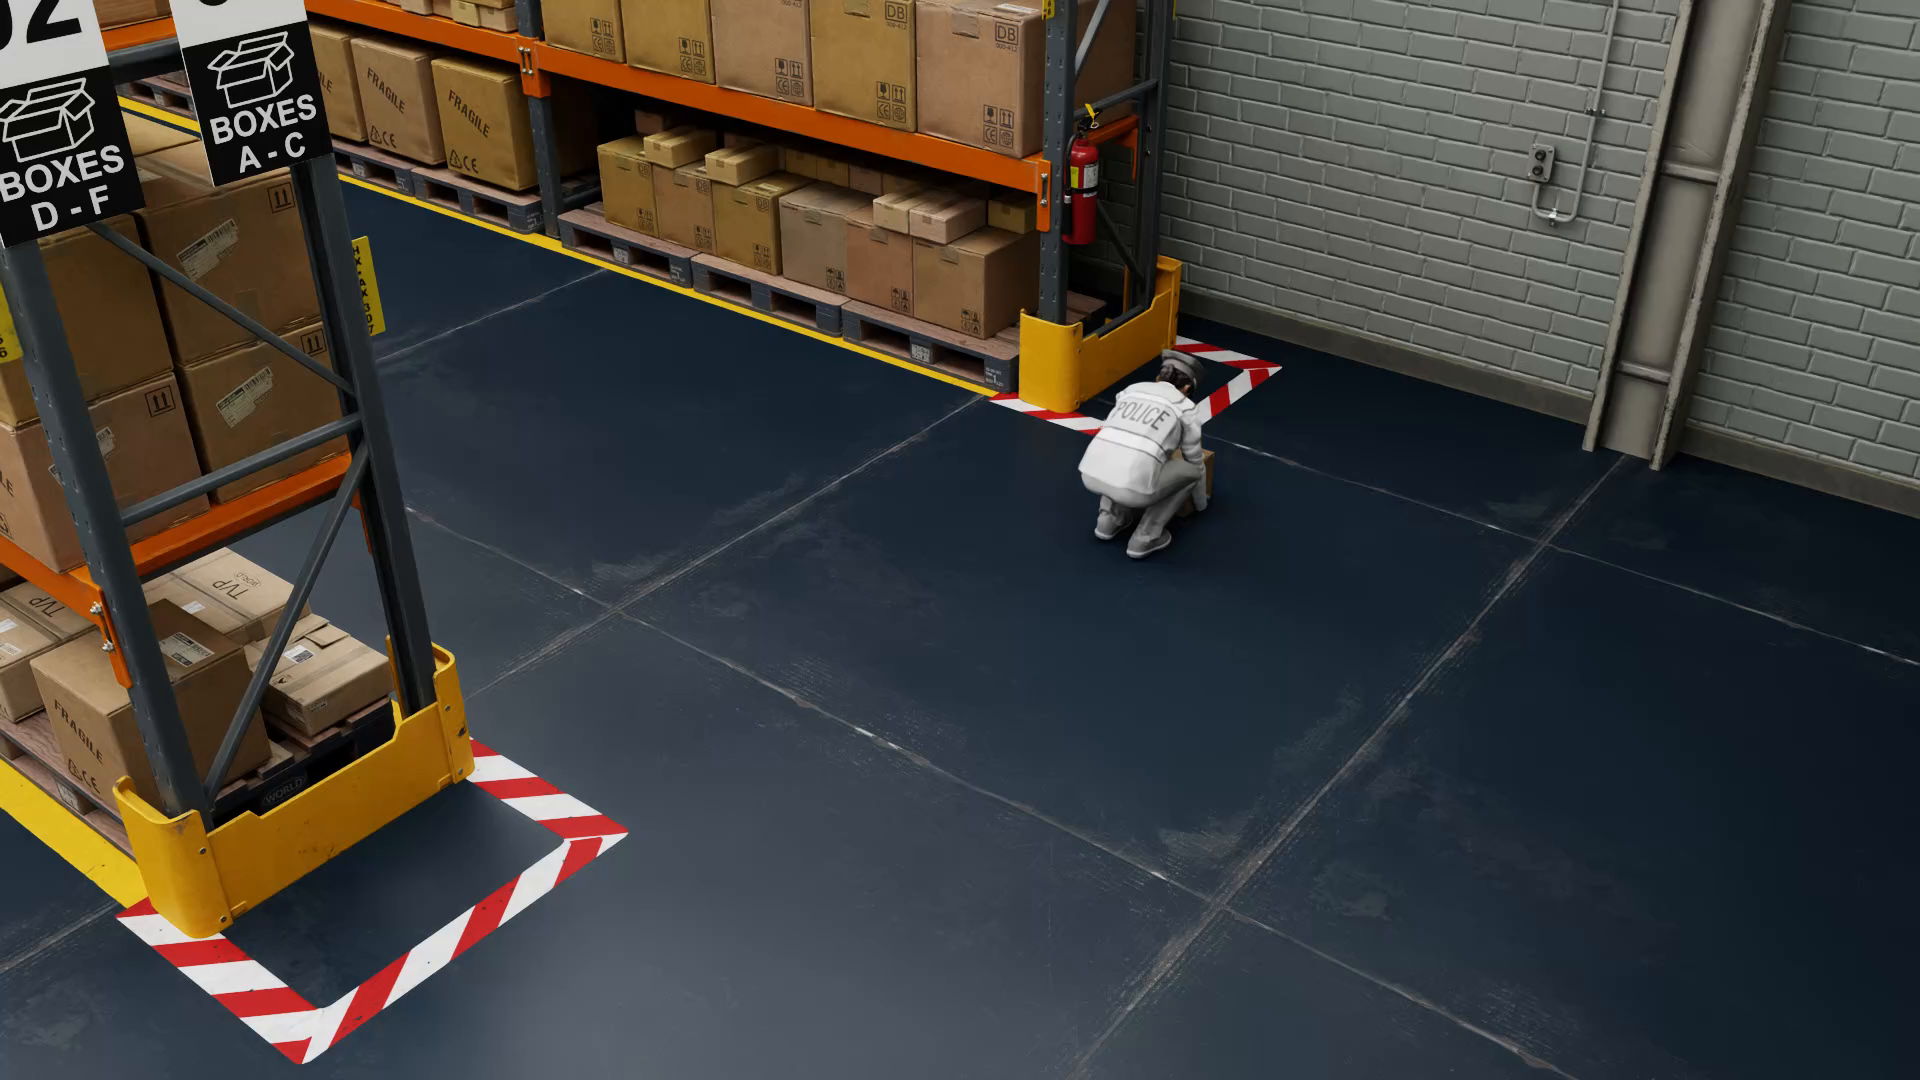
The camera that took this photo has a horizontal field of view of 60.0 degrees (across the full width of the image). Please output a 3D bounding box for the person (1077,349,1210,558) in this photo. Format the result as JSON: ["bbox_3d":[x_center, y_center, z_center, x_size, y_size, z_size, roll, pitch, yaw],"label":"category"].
[{"bbox_3d":[0.875,-0.376,7.679,0.466,0.847,0.889,21,37,31],"label":"person"}]
